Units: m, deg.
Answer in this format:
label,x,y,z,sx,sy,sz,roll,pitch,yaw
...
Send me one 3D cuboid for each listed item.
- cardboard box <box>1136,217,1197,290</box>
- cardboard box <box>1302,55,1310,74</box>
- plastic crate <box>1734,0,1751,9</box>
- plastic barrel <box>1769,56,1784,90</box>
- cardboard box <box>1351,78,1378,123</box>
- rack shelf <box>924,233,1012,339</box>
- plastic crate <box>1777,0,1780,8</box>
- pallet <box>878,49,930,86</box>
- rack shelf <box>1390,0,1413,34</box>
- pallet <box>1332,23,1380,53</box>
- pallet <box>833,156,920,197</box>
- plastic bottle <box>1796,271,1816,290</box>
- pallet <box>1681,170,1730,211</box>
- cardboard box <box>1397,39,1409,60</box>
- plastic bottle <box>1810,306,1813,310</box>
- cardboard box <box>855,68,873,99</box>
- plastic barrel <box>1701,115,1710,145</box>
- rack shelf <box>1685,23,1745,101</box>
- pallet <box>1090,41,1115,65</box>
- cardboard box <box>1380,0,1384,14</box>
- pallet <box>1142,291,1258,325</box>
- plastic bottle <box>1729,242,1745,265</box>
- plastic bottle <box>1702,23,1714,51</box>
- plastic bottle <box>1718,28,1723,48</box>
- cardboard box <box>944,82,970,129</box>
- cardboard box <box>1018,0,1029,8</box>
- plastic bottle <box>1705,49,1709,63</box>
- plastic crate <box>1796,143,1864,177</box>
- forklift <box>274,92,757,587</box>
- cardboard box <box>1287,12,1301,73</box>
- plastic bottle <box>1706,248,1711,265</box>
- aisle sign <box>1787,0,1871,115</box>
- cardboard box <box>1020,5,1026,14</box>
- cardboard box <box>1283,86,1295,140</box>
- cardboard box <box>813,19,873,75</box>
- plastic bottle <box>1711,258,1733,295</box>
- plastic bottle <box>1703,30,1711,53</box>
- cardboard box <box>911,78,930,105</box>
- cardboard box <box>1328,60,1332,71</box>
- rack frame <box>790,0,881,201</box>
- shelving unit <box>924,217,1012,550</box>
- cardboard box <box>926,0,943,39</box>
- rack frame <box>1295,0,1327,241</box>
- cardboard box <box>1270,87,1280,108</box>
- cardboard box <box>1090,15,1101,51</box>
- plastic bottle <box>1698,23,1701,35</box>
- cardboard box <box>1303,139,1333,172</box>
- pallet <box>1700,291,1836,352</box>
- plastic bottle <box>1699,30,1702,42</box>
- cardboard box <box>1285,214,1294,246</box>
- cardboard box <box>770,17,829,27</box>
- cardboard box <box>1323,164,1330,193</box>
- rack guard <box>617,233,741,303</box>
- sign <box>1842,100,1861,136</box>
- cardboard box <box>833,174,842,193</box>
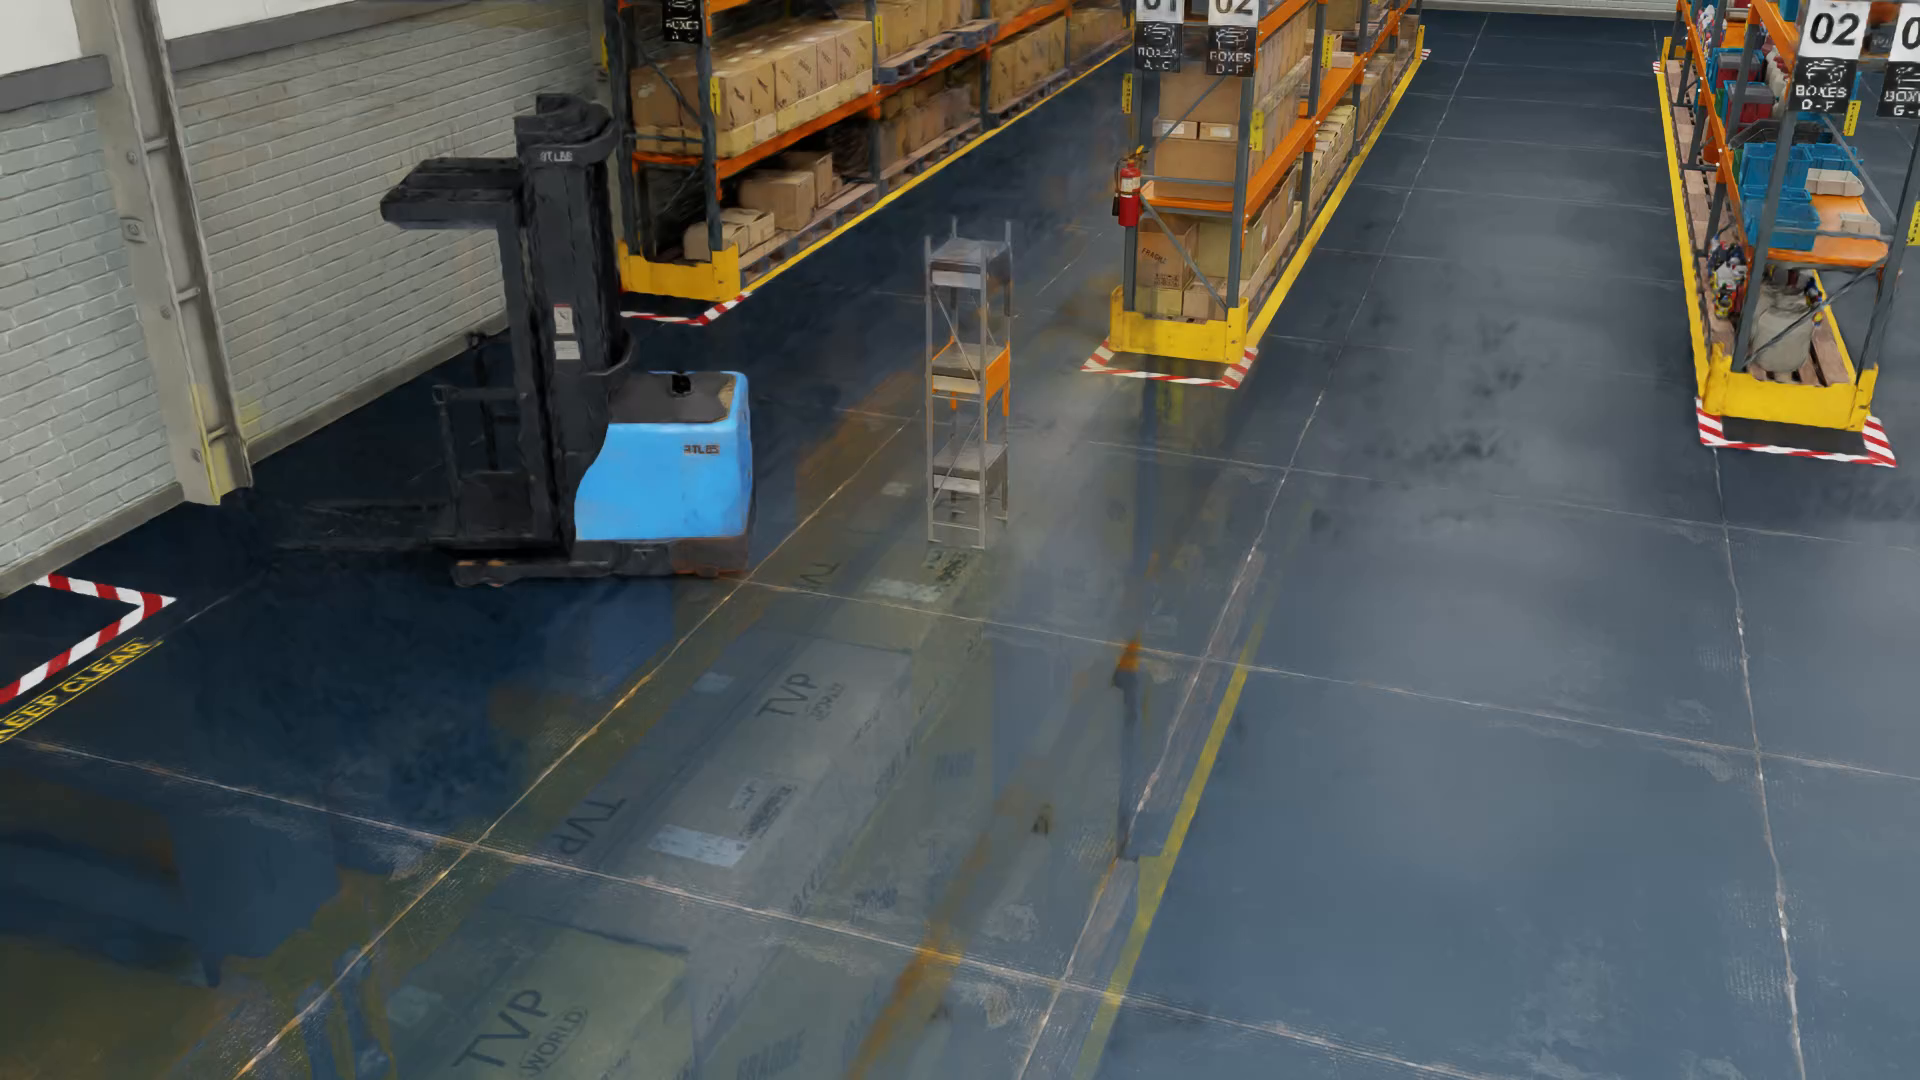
label,x,y,z,sx,sy,sz,roll,pitch,yaw
cardboard box,1.818,-2.581,14.951,0.500,0.500,0.500,9,27,17
cardboard box,3.363,-4.866,17.000,0.380,0.149,0.250,9,27,17
plastic crate,11.117,-7.626,23.417,0.402,0.464,0.583,9,27,17
plastic barrel,8.834,-4.854,17.678,0.433,0.535,0.433,0,26,0
cardboard box,5.344,-5.956,22.473,0.500,0.500,0.500,8,27,17
rack shelf,0.055,-1.631,10.634,0.431,0.518,0.480,9,27,17
plastic crate,7.139,-4.598,14.106,0.336,0.188,0.450,9,27,17
pallet,-1.030,-5.596,19.585,1.003,0.211,1.213,9,27,17
rack shelf,6.579,-8.458,26.102,1.077,0.370,4.000,9,27,17
pallet,4.742,-6.518,21.491,1.213,0.211,1.003,9,27,17
pallet,-1.164,-4.454,20.207,1.003,0.211,1.213,9,27,17
plastic bottle,7.749,-2.340,15.262,0.152,0.276,0.135,9,27,18
pallet,8.958,-4.028,19.328,1.003,0.211,1.213,9,27,17
cardboard box,6.951,-7.919,26.813,0.500,0.250,0.500,9,27,17
plastic bottle,7.522,-1.989,14.623,0.097,0.201,0.097,0,26,0
cardboard box,-1.293,-5.092,18.474,0.500,0.250,0.500,9,27,18
plastic barrel,9.502,-5.114,20.743,0.421,0.512,0.421,0,26,0
rack shelf,9.918,-6.094,21.220,1.077,0.370,4.000,9,27,17
pallet,1.972,-8.226,27.997,1.003,0.211,1.213,9,27,17
cardboard box,5.384,-7.459,22.616,0.700,0.500,0.500,2,26,4
pallet,2.135,-2.094,15.332,1.003,0.211,1.213,9,27,17
plastic bottle,7.397,-2.666,15.848,0.144,0.351,0.185,9,27,17
plastic bottle,9.457,-6.331,20.940,0.144,0.351,0.185,9,27,17
plastic bottle,9.562,-6.296,20.946,0.061,0.283,0.133,9,27,17
cardboard box,-0.281,-5.802,22.155,0.700,0.500,0.500,9,27,18
cardboard box,0.662,-7.801,23.440,0.500,0.500,0.500,9,27,17
plastic bottle,9.149,-5.914,20.251,0.097,0.201,0.097,0,26,0
plastic crate,7.809,-3.391,14.983,0.499,0.251,0.616,9,27,17
forklift,-2.901,-1.252,10.473,3.031,2.935,1.130,-1,26,-2
cardboard box,2.942,-4.910,16.345,0.700,0.500,0.500,9,27,17
plastic bottle,7.368,-2.782,16.259,0.097,0.201,0.097,0,26,0
aisle sign,6.286,-3.492,12.037,0.394,0.787,0.004,9,27,17
cardboard box,0.738,-7.662,23.899,0.380,0.149,0.250,9,27,18
cardboard box,2.940,-4.316,16.608,0.700,0.500,0.500,8,27,17
cardboard box,-1.287,-5.429,18.309,0.500,0.500,0.500,9,27,17
plastic bottle,7.057,-2.434,15.370,0.144,0.351,0.185,9,27,17
plastic bottle,9.365,-6.241,20.833,0.061,0.283,0.133,9,27,17
cardboard box,-0.696,-5.703,21.089,0.500,0.250,0.500,9,27,17
cardboard box,4.211,-5.671,19.808,0.380,0.149,0.250,11,28,21
rack frame,-1.421,-5.389,18.938,1.000,3.000,0.127,9,27,17
shelving unit,0.055,-1.013,10.933,0.431,2.100,0.503,9,27,17
cardboard box,-0.631,-6.566,20.749,0.700,0.500,0.500,9,27,17
rack frame,3.251,-4.672,17.458,1.000,3.000,0.127,9,27,17
cardboard box,2.766,-4.127,15.472,0.380,0.149,0.250,9,27,18
cardboard box,1.929,-8.450,27.646,0.700,0.500,0.500,9,27,19
plastic bottle,9.851,-6.781,22.042,0.097,0.201,0.097,0,26,0
cardboard box,3.966,-4.428,18.982,0.500,0.311,0.500,8,27,16
pallet,7.254,-1.924,14.982,1.003,0.211,1.213,9,27,17
plastic bottle,9.697,-6.591,21.649,0.097,0.201,0.097,0,26,0
cardboard box,3.127,-3.197,17.085,0.500,0.250,0.500,9,27,17
cardboard box,-1.775,-5.505,18.467,0.500,0.500,0.500,8,27,16
cardboard box,3.960,-4.177,19.107,0.500,0.250,0.500,8,27,16
rack guard,-2.727,-2.651,16.152,1.175,0.500,0.348,9,27,17
sign,8.436,-3.993,15.736,0.100,0.325,0.005,9,27,17
cardboard box,-1.571,-4.088,18.997,0.380,0.166,0.250,5,26,11
